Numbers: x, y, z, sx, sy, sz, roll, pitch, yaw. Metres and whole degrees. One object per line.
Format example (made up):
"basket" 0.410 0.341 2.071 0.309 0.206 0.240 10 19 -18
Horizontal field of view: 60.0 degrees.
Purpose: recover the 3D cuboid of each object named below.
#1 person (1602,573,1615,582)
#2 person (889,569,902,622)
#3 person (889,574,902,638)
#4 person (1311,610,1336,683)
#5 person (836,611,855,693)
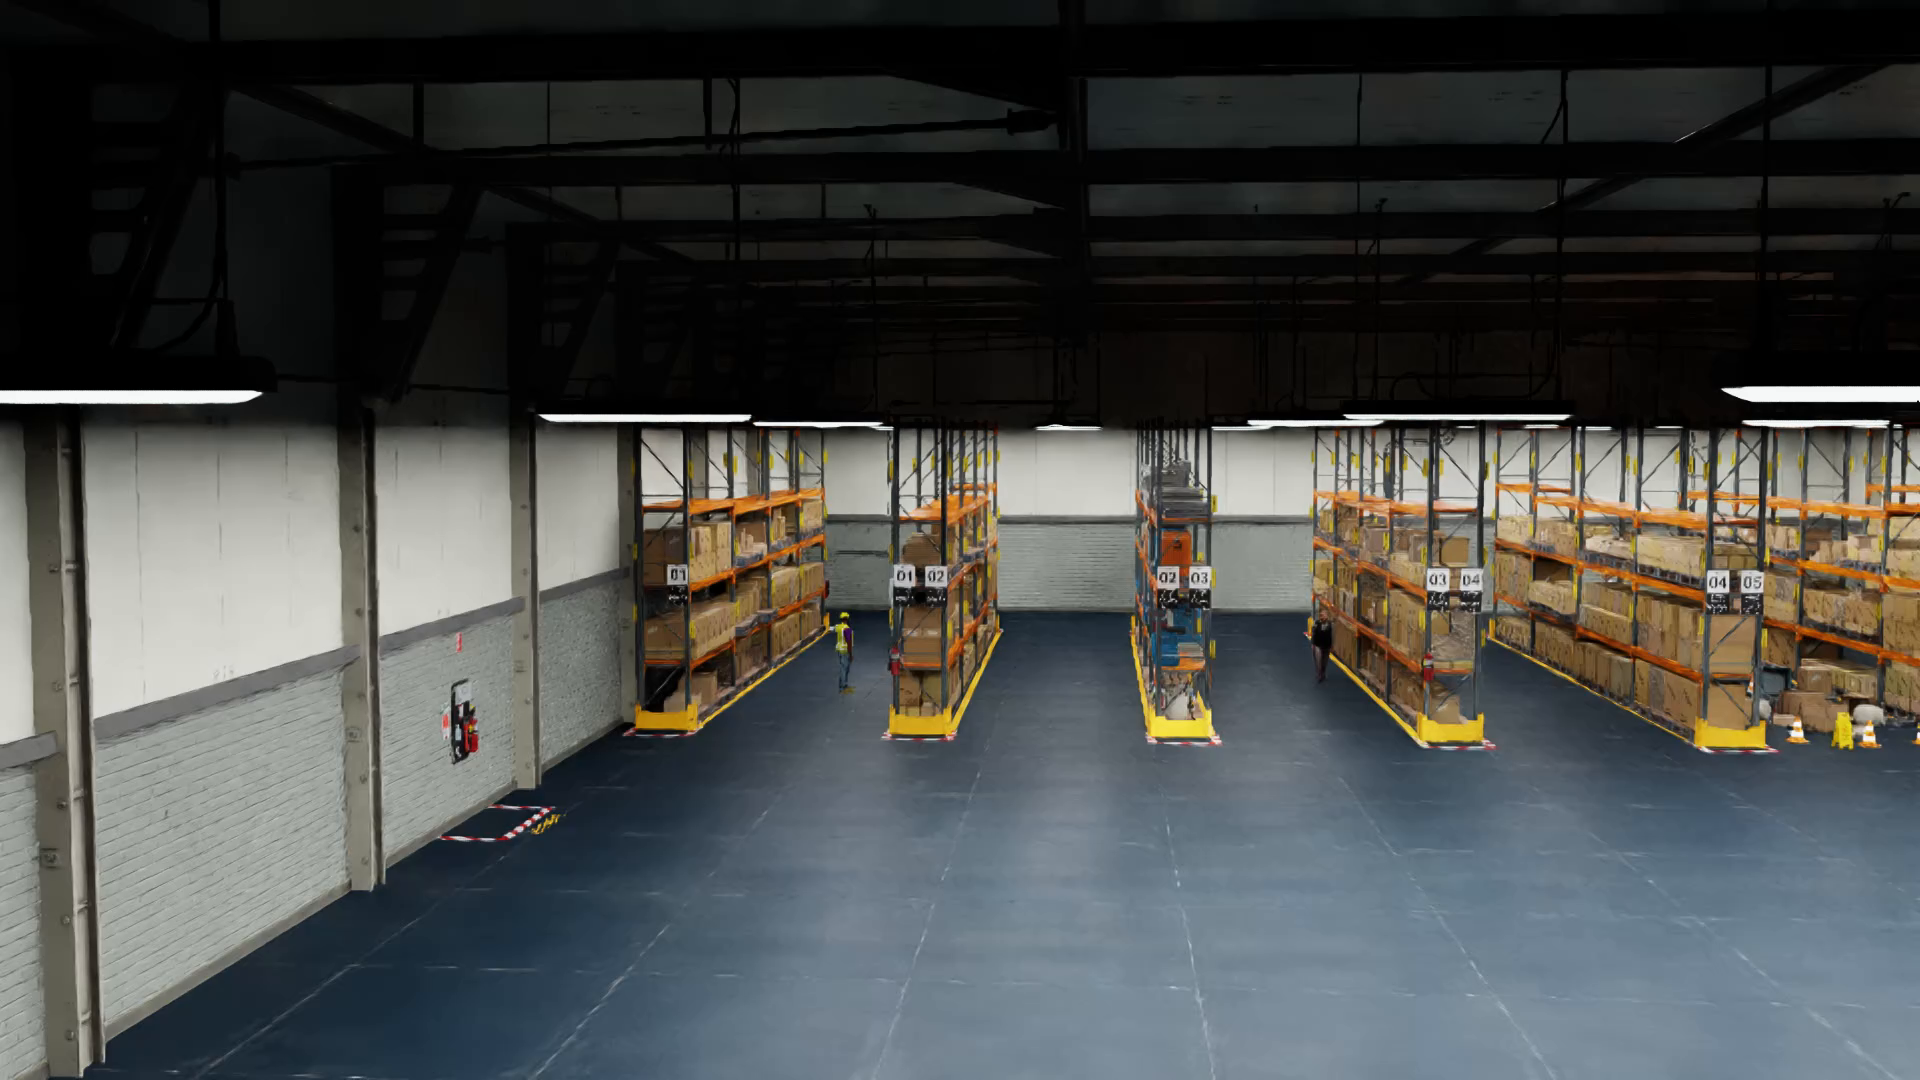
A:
"person" 18.591 1.746 47.608 0.635 1.738 0.587 -2 4 -29
"person" -1.903 1.647 49.987 0.495 1.589 1.086 0 4 7
"person" -1.727 1.800 46.092 0.462 1.794 0.625 -1 4 -13
"person" 8.299 2.413 37.969 0.543 1.644 1.119 0 4 3
"person" -2.477 2.442 36.449 0.453 1.768 0.632 -2 4 -25
